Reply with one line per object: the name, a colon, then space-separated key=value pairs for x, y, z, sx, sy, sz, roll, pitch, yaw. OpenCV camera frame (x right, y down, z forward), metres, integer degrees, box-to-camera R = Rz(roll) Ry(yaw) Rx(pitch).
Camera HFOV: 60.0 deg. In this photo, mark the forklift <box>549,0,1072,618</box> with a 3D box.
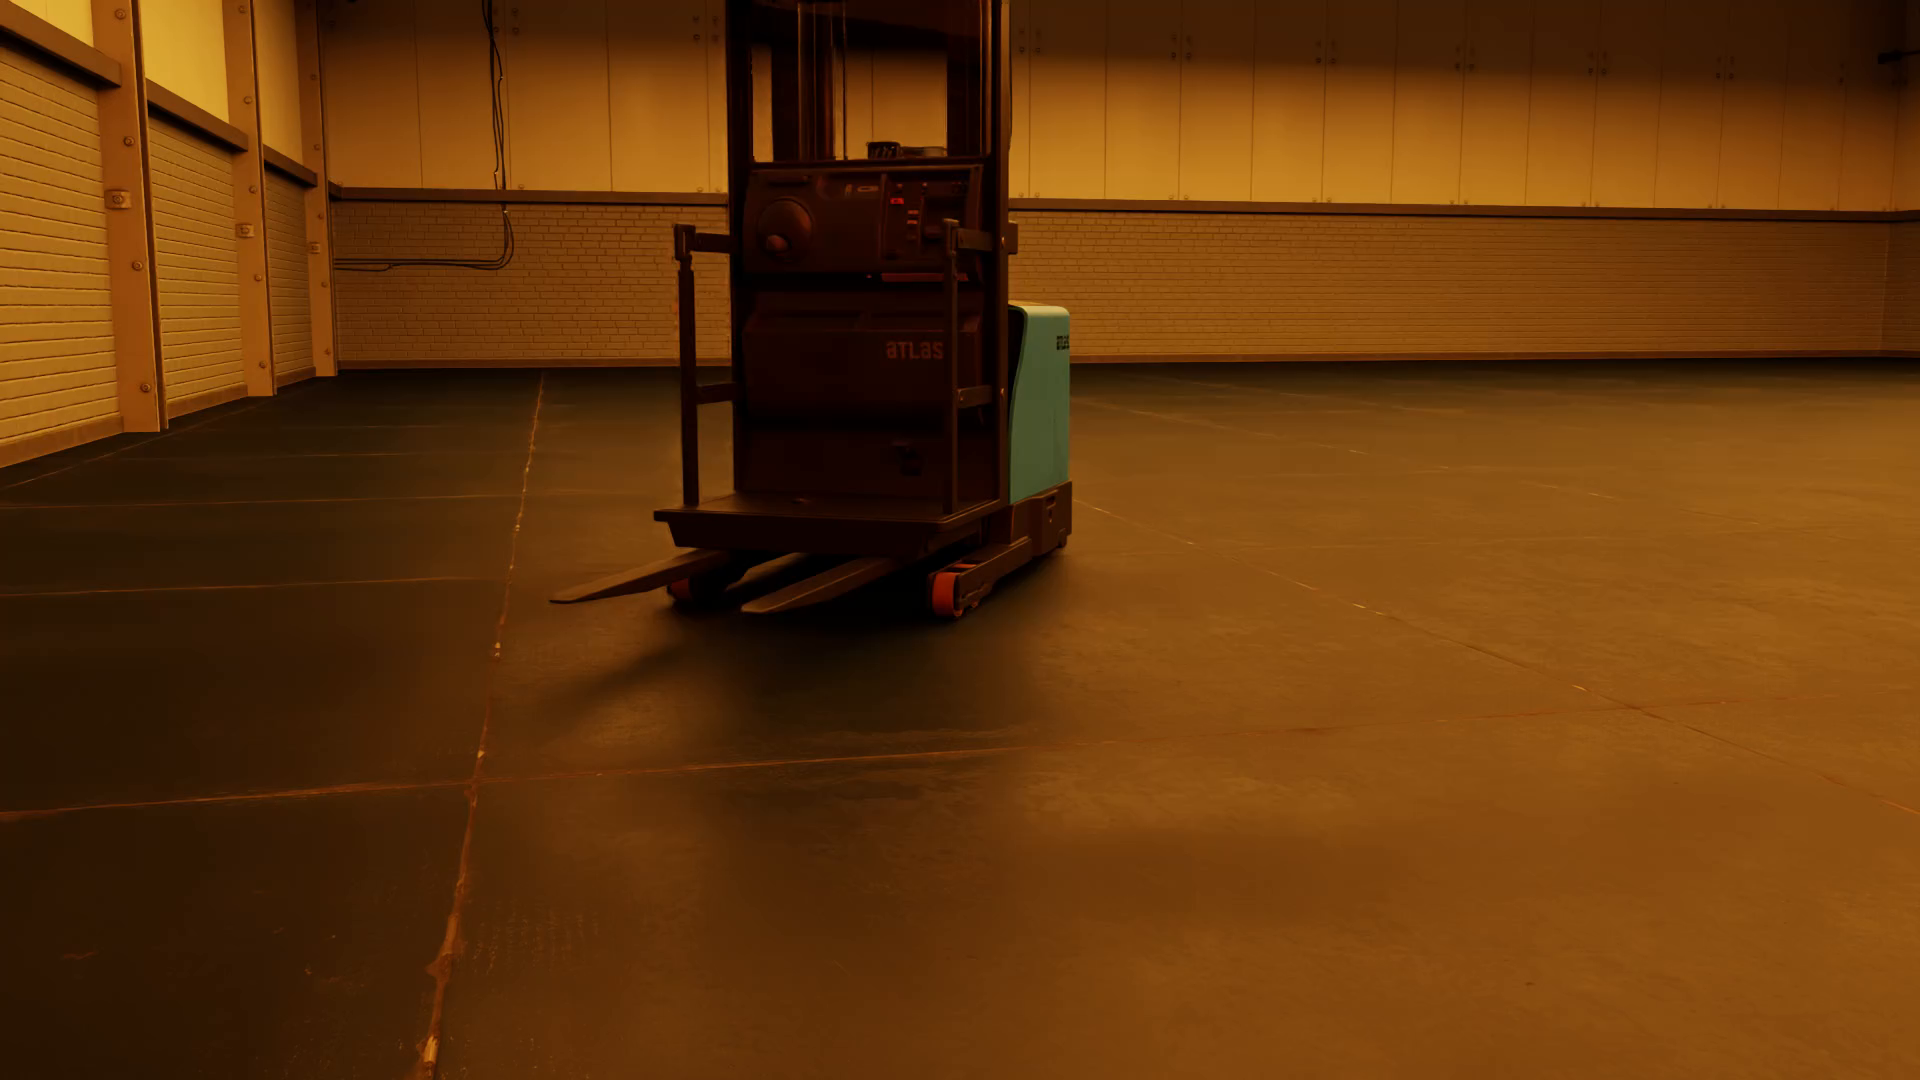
forklift: x=-0.428 y=-1.241 z=6.002 sx=1.130 sy=2.935 sz=3.031 roll=2 pitch=8 yaw=17
